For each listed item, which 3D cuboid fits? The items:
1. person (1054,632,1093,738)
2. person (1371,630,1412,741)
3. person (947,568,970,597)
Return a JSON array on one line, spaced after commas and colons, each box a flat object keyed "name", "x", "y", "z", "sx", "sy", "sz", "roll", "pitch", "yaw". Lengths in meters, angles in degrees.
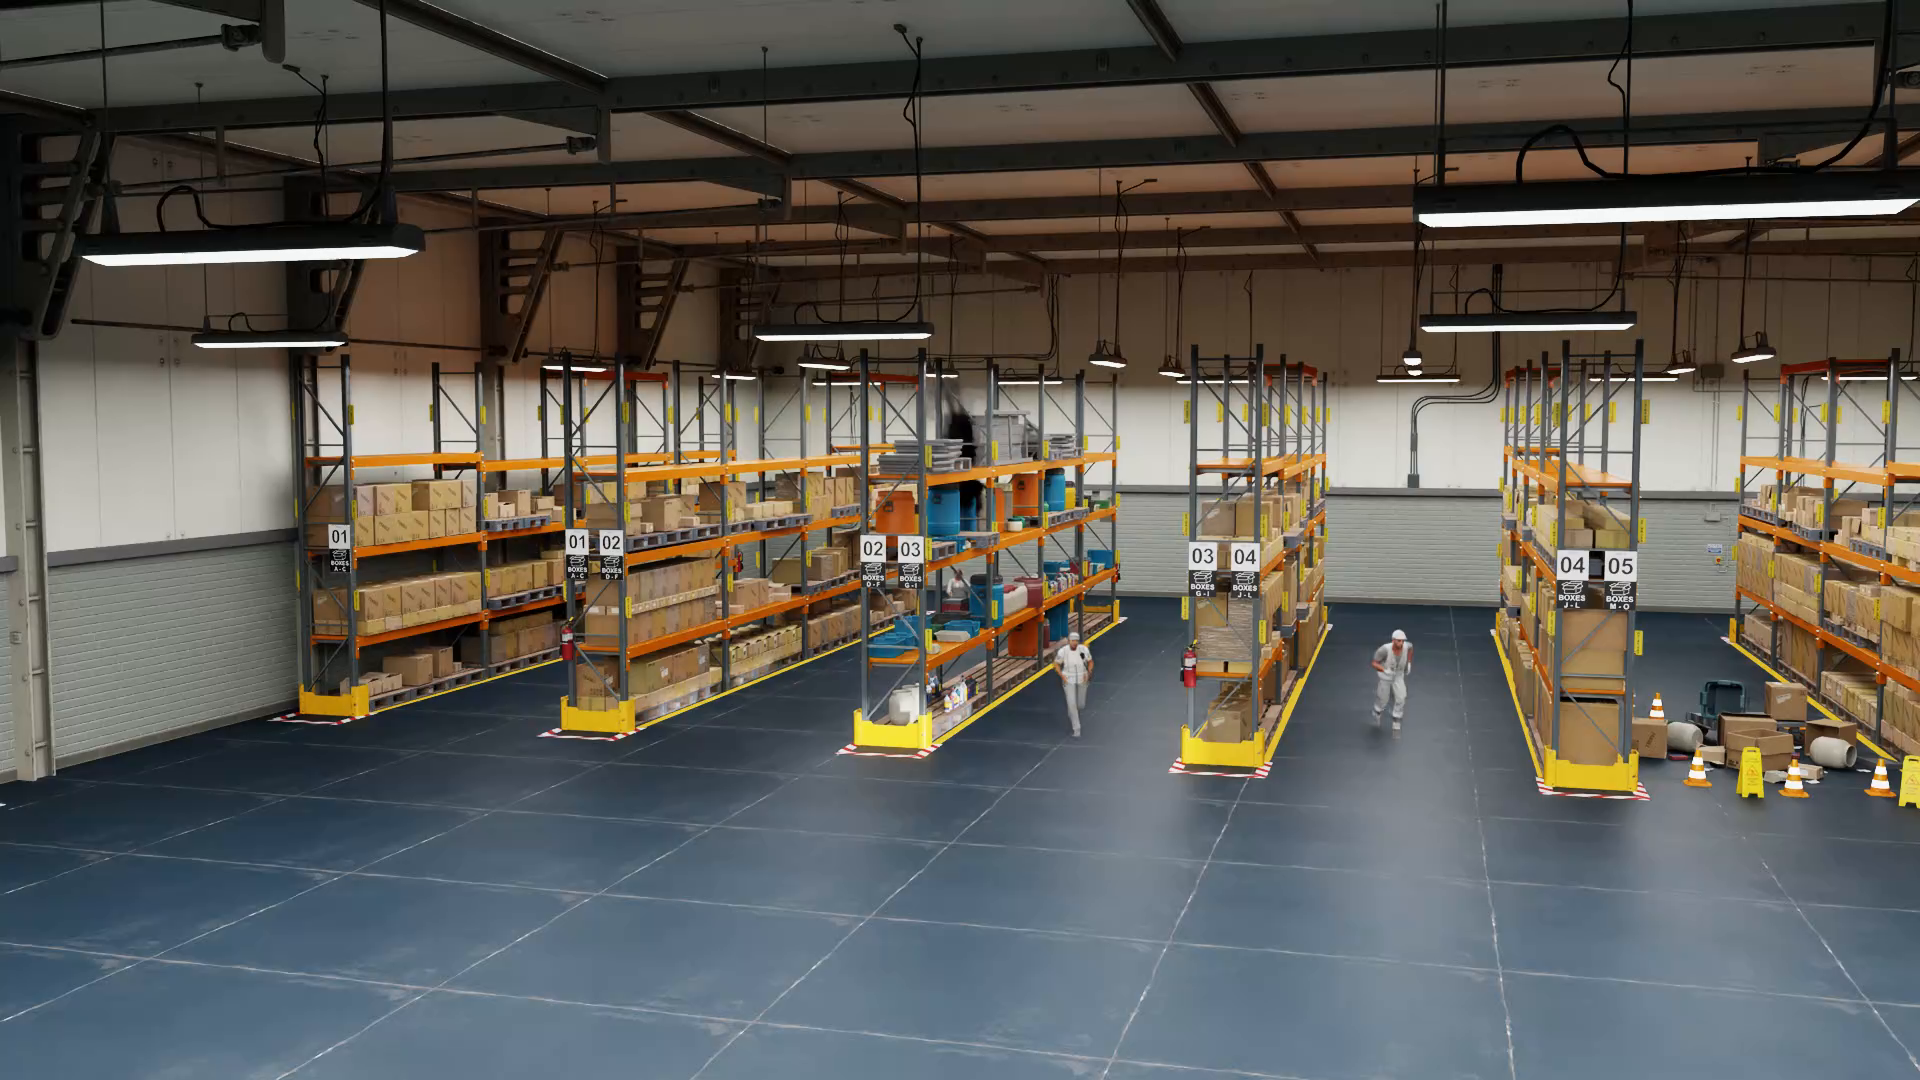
[{"name": "person", "x": 1.792, "y": 2.255, "z": 26.209, "sx": 0.611, "sy": 1.660, "sz": 0.815, "roll": -1, "pitch": 4, "yaw": -7}, {"name": "person", "x": 6.727, "y": 2.225, "z": 26.056, "sx": 0.704, "sy": 1.729, "sz": 1.046, "roll": -1, "pitch": 4, "yaw": -9}, {"name": "person", "x": -0.040, "y": 1.421, "z": 37.303, "sx": 0.505, "sy": 1.558, "sz": 0.732, "roll": 1, "pitch": 4, "yaw": 11}]
